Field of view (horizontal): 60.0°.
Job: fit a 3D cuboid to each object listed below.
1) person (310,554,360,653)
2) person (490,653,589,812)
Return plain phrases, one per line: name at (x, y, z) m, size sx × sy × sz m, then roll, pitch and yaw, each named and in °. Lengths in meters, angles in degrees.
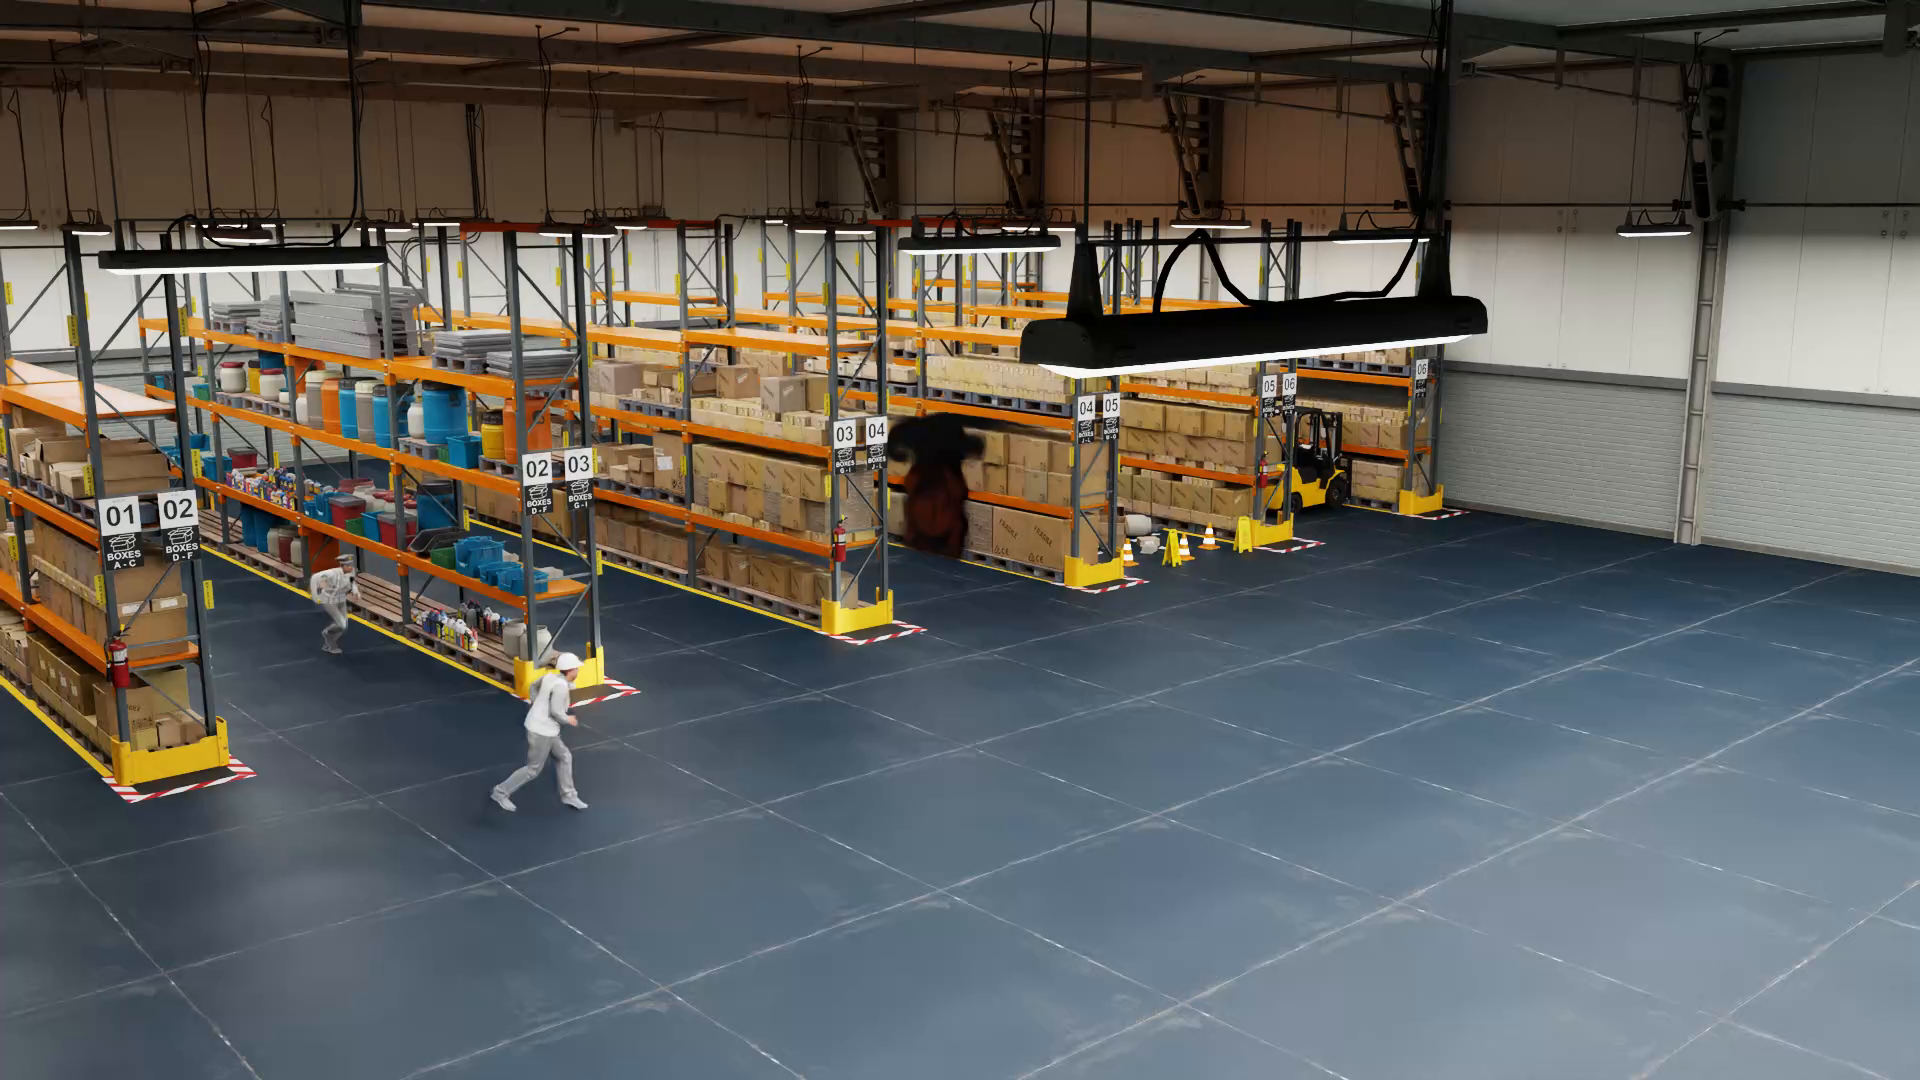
person at (-8.839, 0.923, 23.546) m, size 0.781 × 1.494 × 0.653 m, roll 7°, pitch 14°, yaw 32°
person at (-4.436, 2.064, 17.464) m, size 1.044 × 1.732 × 0.692 m, roll -6°, pitch 13°, yaw -25°
